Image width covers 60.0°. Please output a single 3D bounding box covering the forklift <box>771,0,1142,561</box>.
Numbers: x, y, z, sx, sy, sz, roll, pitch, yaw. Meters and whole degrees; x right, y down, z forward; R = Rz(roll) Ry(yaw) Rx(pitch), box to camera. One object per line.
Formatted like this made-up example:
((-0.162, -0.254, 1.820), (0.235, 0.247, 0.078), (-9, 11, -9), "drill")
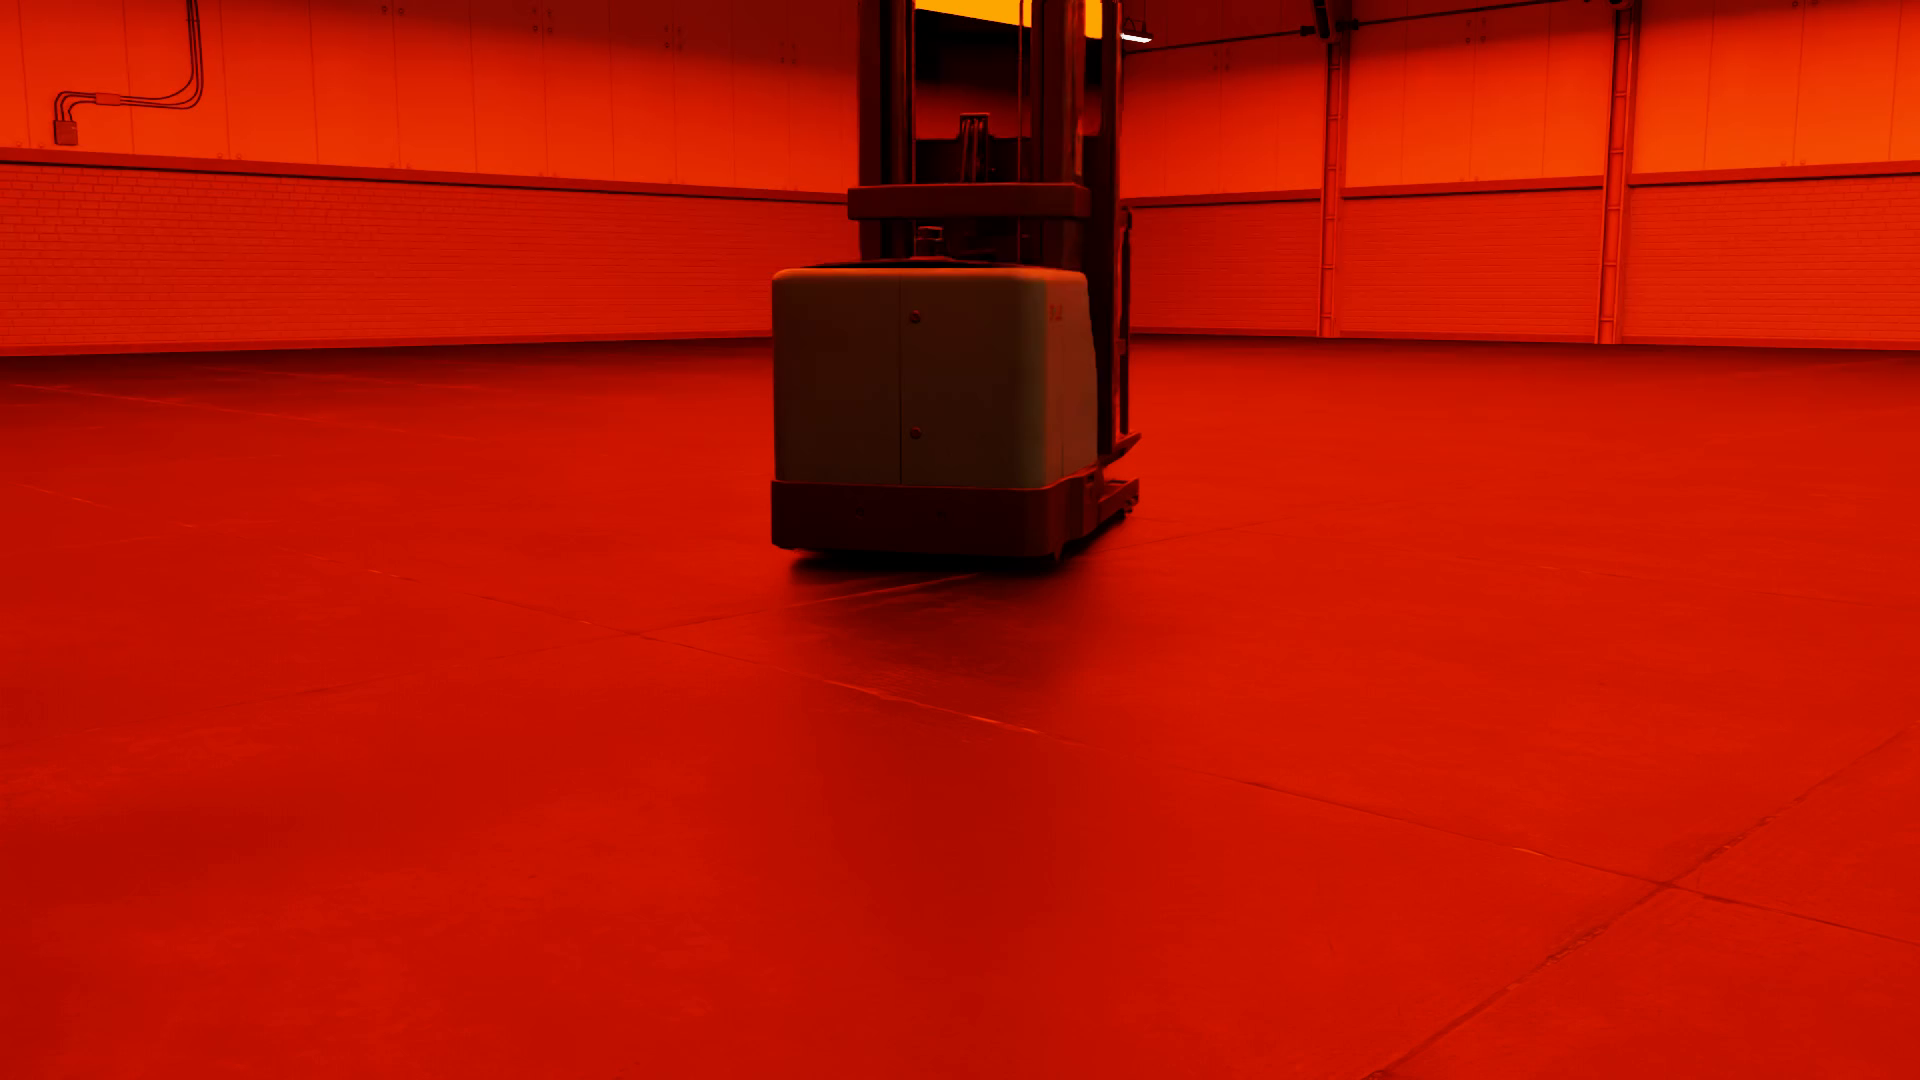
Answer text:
((0.190, -1.551, 7.176), (1.130, 2.935, 3.031), (2, 9, 15), "forklift")
